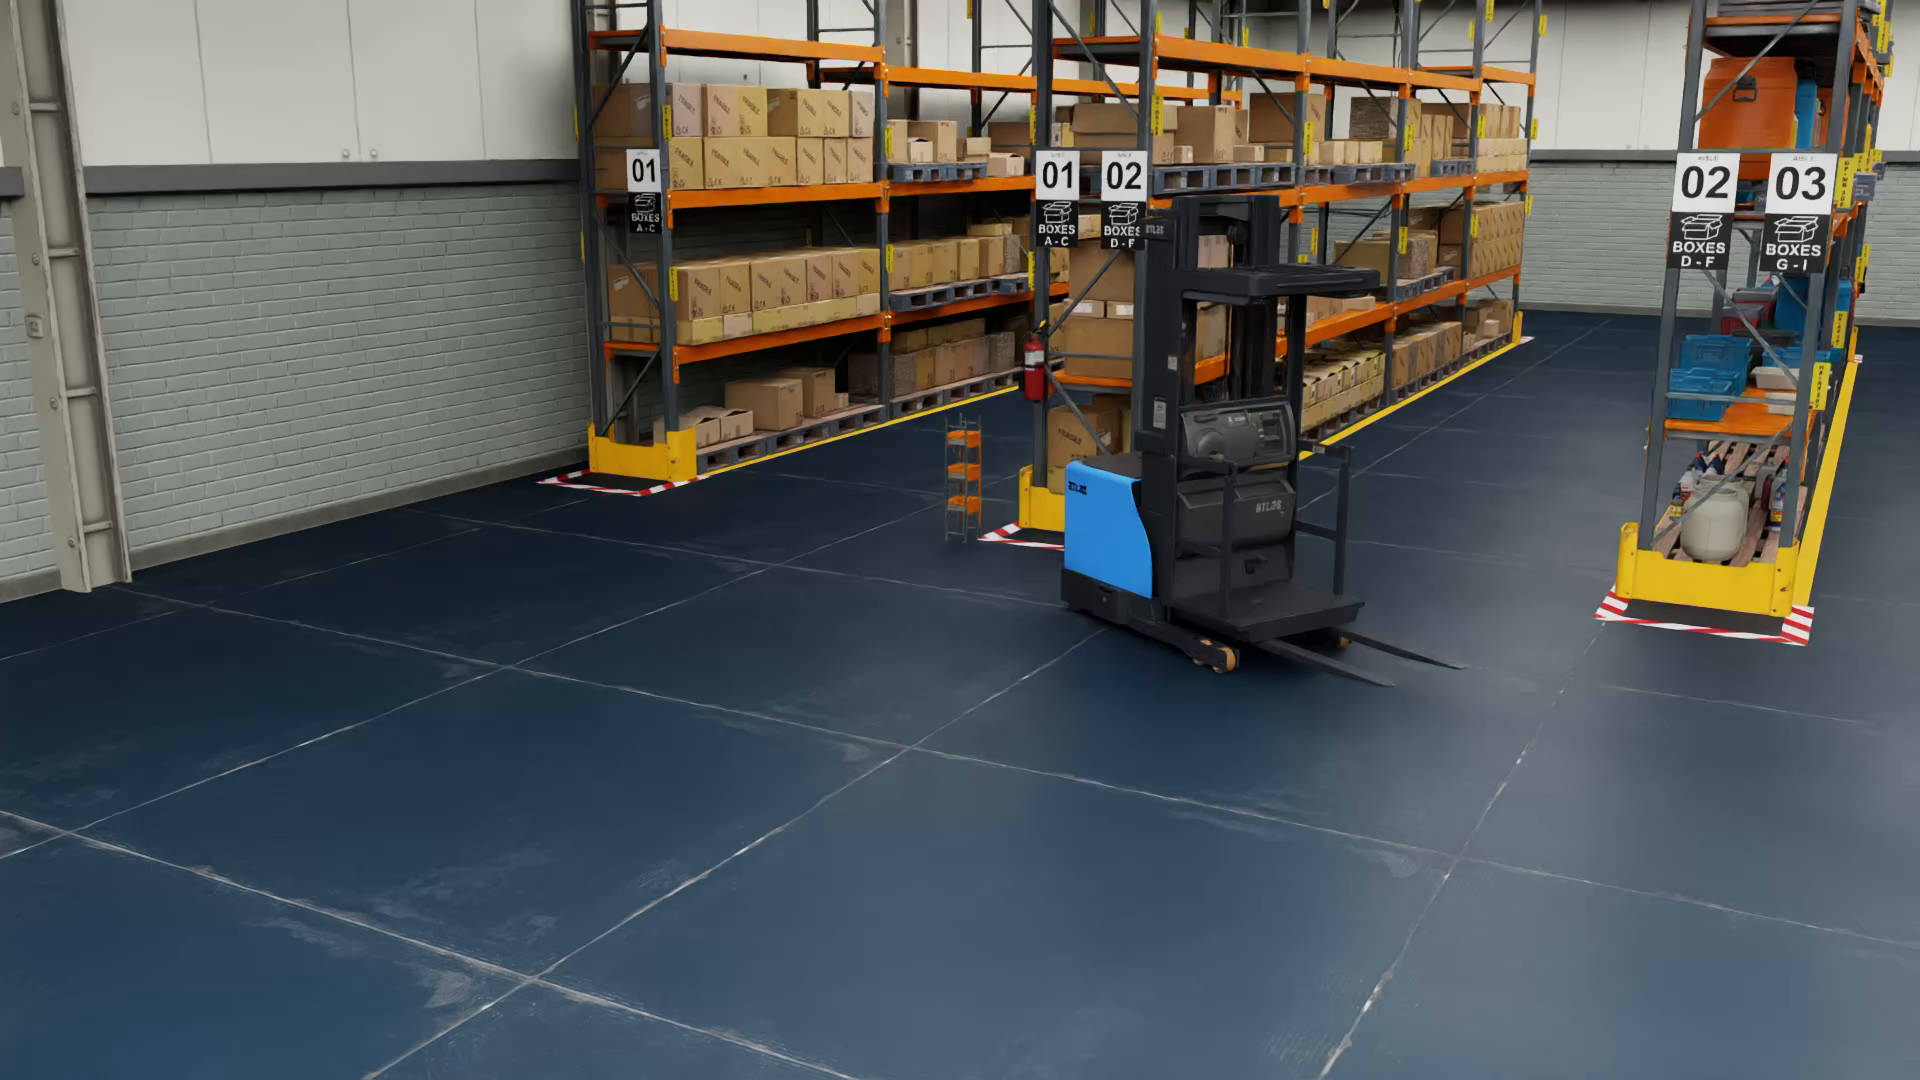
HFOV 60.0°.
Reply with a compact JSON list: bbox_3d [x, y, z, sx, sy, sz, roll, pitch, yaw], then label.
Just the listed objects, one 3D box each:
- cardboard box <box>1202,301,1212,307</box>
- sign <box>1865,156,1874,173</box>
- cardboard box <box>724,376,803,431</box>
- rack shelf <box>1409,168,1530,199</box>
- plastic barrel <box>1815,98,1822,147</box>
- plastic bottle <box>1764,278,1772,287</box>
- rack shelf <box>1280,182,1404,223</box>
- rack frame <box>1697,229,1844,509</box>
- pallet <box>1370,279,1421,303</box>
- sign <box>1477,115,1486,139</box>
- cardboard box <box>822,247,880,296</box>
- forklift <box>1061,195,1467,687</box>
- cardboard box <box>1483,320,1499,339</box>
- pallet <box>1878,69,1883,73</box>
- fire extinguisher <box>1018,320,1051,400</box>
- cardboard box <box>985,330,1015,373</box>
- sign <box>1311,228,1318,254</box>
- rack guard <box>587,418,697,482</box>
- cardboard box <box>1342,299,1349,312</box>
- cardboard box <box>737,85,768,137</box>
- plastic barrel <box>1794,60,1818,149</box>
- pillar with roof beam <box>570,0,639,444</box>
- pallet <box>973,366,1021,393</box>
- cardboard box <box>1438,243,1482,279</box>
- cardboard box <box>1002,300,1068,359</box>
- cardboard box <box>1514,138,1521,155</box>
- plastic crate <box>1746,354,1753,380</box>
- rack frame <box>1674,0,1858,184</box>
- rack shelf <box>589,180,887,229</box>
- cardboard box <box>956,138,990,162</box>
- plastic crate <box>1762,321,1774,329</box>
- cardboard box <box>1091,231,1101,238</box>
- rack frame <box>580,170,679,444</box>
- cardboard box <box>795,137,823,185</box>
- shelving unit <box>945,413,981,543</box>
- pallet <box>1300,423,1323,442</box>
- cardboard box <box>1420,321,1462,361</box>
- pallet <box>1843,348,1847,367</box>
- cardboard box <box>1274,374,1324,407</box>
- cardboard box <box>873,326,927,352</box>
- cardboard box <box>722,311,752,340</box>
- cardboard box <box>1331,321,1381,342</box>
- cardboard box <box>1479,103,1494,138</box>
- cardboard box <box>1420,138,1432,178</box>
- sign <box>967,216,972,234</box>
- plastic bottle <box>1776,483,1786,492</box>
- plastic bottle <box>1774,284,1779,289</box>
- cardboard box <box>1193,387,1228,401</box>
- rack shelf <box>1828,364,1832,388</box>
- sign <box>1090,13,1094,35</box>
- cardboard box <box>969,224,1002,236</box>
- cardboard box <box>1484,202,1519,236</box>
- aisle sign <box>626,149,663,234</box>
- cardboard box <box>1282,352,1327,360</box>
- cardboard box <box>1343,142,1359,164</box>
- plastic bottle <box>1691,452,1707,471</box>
[{"bbox_3d":[2.097,-2.234,15.302,0.380,0.149,0.250,7,15,27],"label":"cardboard box"},{"bbox_3d":[9.784,-3.975,17.945,0.100,0.325,0.005,7,15,28],"label":"sign"},{"bbox_3d":[-2.153,-1.502,18.259,0.700,0.500,0.500,6,15,25],"label":"cardboard box"},{"bbox_3d":[7.866,-5.530,25.707,1.077,0.370,4.000,7,15,28],"label":"rack shelf"},{"bbox_3d":[8.712,-4.187,17.530,0.600,0.901,0.600,0,14,0],"label":"plastic barrel"},{"bbox_3d":[9.787,-2.998,20.176,0.144,0.351,0.185,7,15,28],"label":"plastic bottle"},{"bbox_3d":[3.998,-3.889,18.899,1.077,0.370,4.000,7,15,28],"label":"rack shelf"},{"bbox_3d":[7.366,-1.808,15.133,1.000,3.000,0.127,7,15,28],"label":"rack frame"},{"bbox_3d":[5.231,-3.244,21.500,1.213,0.211,1.003,7,15,28],"label":"pallet"},{"bbox_3d":[7.386,-5.850,23.556,0.100,0.325,0.005,7,15,28],"label":"sign"},{"bbox_3d":[-1.265,-3.100,19.169,0.500,0.500,0.500,7,15,28],"label":"cardboard box"},{"bbox_3d":[1.941,-0.706,10.707,1.130,2.935,3.031,-8,16,-31],"label":"forklift"},{"bbox_3d":[8.300,-3.378,26.574,0.500,0.250,0.500,7,15,28],"label":"cardboard box"},{"bbox_3d":[10.860,-5.906,20.588,1.003,0.211,1.213,7,15,28],"label":"pallet"},{"bbox_3d":[0.634,-1.540,14.187,0.296,0.674,0.183,7,15,28],"label":"fire extinguisher"},{"bbox_3d":[0.324,-2.596,22.797,0.700,0.500,0.500,8,16,29],"label":"cardboard box"},{"bbox_3d":[4.485,-3.775,20.989,0.100,0.325,0.005,7,15,28],"label":"sign"},{"bbox_3d":[-3.204,-0.910,16.742,1.175,0.500,0.348,7,15,28],"label":"rack guard"},{"bbox_3d":[4.398,-2.801,19.786,0.380,0.149,0.250,9,16,32],"label":"cardboard box"},{"bbox_3d":[-2.317,-4.368,16.960,0.500,0.500,0.500,8,16,30],"label":"cardboard box"},{"bbox_3d":[6.791,-3.522,13.877,0.600,0.901,0.708,7,15,28],"label":"plastic barrel"},{"bbox_3d":[0.109,-4.780,14.661,9.100,9.000,0.400,7,15,28],"label":"pillar with roof beam"},{"bbox_3d":[0.248,-2.235,22.855,1.003,0.211,1.213,7,15,28],"label":"pallet"},{"bbox_3d":[7.384,-4.134,24.566,0.500,0.500,0.500,8,16,30],"label":"cardboard box"},{"bbox_3d":[1.097,-3.046,23.960,0.750,0.750,0.750,7,15,27],"label":"cardboard box"},{"bbox_3d":[8.566,-6.223,26.301,0.500,0.250,0.500,7,15,28],"label":"cardboard box"},{"bbox_3d":[6.462,-1.458,14.135,0.450,0.188,0.662,7,15,28],"label":"plastic crate"},{"bbox_3d":[5.432,-3.904,11.026,1.000,3.000,0.127,7,15,28],"label":"rack frame"},{"bbox_3d":[-2.274,-3.629,17.820,1.077,0.370,4.000,7,15,28],"label":"rack shelf"},{"bbox_3d":[-0.081,-5.014,21.767,0.797,0.503,0.637,10,17,36],"label":"cardboard box"},{"bbox_3d":[7.960,-2.094,16.773,0.450,0.188,0.662,7,15,28],"label":"plastic crate"},{"bbox_3d":[1.833,-4.341,24.747,0.500,0.500,0.500,8,16,30],"label":"cardboard box"},{"bbox_3d":[-3.240,-2.110,16.385,1.000,3.000,0.127,7,15,28],"label":"rack frame"},{"bbox_3d":[-1.825,-4.095,17.964,0.500,0.500,0.500,7,15,26],"label":"cardboard box"},{"bbox_3d":[0.026,-0.521,13.956,0.215,1.050,0.252,7,15,28],"label":"shelving unit"},{"bbox_3d":[3.353,-1.170,18.436,1.003,0.211,1.213,7,15,28],"label":"pallet"},{"bbox_3d":[6.911,-2.876,23.959,0.500,0.500,0.500,7,15,28],"label":"cardboard box"},{"bbox_3d":[12.734,-2.750,24.988,1.003,0.211,1.213,7,15,28],"label":"pallet"},{"bbox_3d":[3.696,-1.669,18.329,0.500,0.311,0.500,7,15,27],"label":"cardboard box"},{"bbox_3d":[-0.756,-2.537,20.953,0.500,0.250,0.500,7,15,27],"label":"cardboard box"},{"bbox_3d":[-2.488,-2.219,17.115,0.500,0.250,0.500,7,15,26],"label":"cardboard box"},{"bbox_3d":[5.235,-2.784,21.978,0.500,0.250,0.500,8,16,30],"label":"cardboard box"},{"bbox_3d":[7.466,-6.195,24.582,0.700,0.500,0.500,7,15,28],"label":"cardboard box"},{"bbox_3d":[5.644,-5.002,21.768,0.910,0.500,0.500,7,15,28],"label":"cardboard box"},{"bbox_3d":[0.139,-4.376,23.315,0.100,0.325,0.005,7,15,28],"label":"sign"},{"bbox_3d":[6.893,-0.344,13.943,0.097,0.271,0.097,0,14,0],"label":"plastic bottle"},{"bbox_3d":[9.890,-2.959,20.158,0.061,0.283,0.133,7,15,28],"label":"plastic bottle"},{"bbox_3d":[2.279,-1.174,15.872,0.500,0.500,0.500,7,15,28],"label":"cardboard box"},{"bbox_3d":[8.333,-1.869,16.919,1.077,0.370,4.000,7,15,28],"label":"rack shelf"},{"bbox_3d":[2.087,-8.087,26.047,0.100,0.325,0.005,7,15,28],"label":"sign"},{"bbox_3d":[0.344,-4.187,22.465,0.380,0.149,0.250,5,14,19],"label":"cardboard box"},{"bbox_3d":[8.615,-5.140,26.609,0.500,0.500,0.500,8,16,30],"label":"cardboard box"},{"bbox_3d":[-3.013,-3.325,15.878,0.394,0.787,0.004,7,15,28],"label":"aisle sign"},{"bbox_3d":[4.208,-2.148,20.317,0.500,0.311,0.500,7,15,27],"label":"cardboard box"},{"bbox_3d":[4.271,-4.455,19.136,0.500,0.250,0.500,7,15,27],"label":"cardboard box"},{"bbox_3d":[6.612,-0.616,14.900,0.144,0.351,0.185,8,16,30],"label":"plastic bottle"}]
